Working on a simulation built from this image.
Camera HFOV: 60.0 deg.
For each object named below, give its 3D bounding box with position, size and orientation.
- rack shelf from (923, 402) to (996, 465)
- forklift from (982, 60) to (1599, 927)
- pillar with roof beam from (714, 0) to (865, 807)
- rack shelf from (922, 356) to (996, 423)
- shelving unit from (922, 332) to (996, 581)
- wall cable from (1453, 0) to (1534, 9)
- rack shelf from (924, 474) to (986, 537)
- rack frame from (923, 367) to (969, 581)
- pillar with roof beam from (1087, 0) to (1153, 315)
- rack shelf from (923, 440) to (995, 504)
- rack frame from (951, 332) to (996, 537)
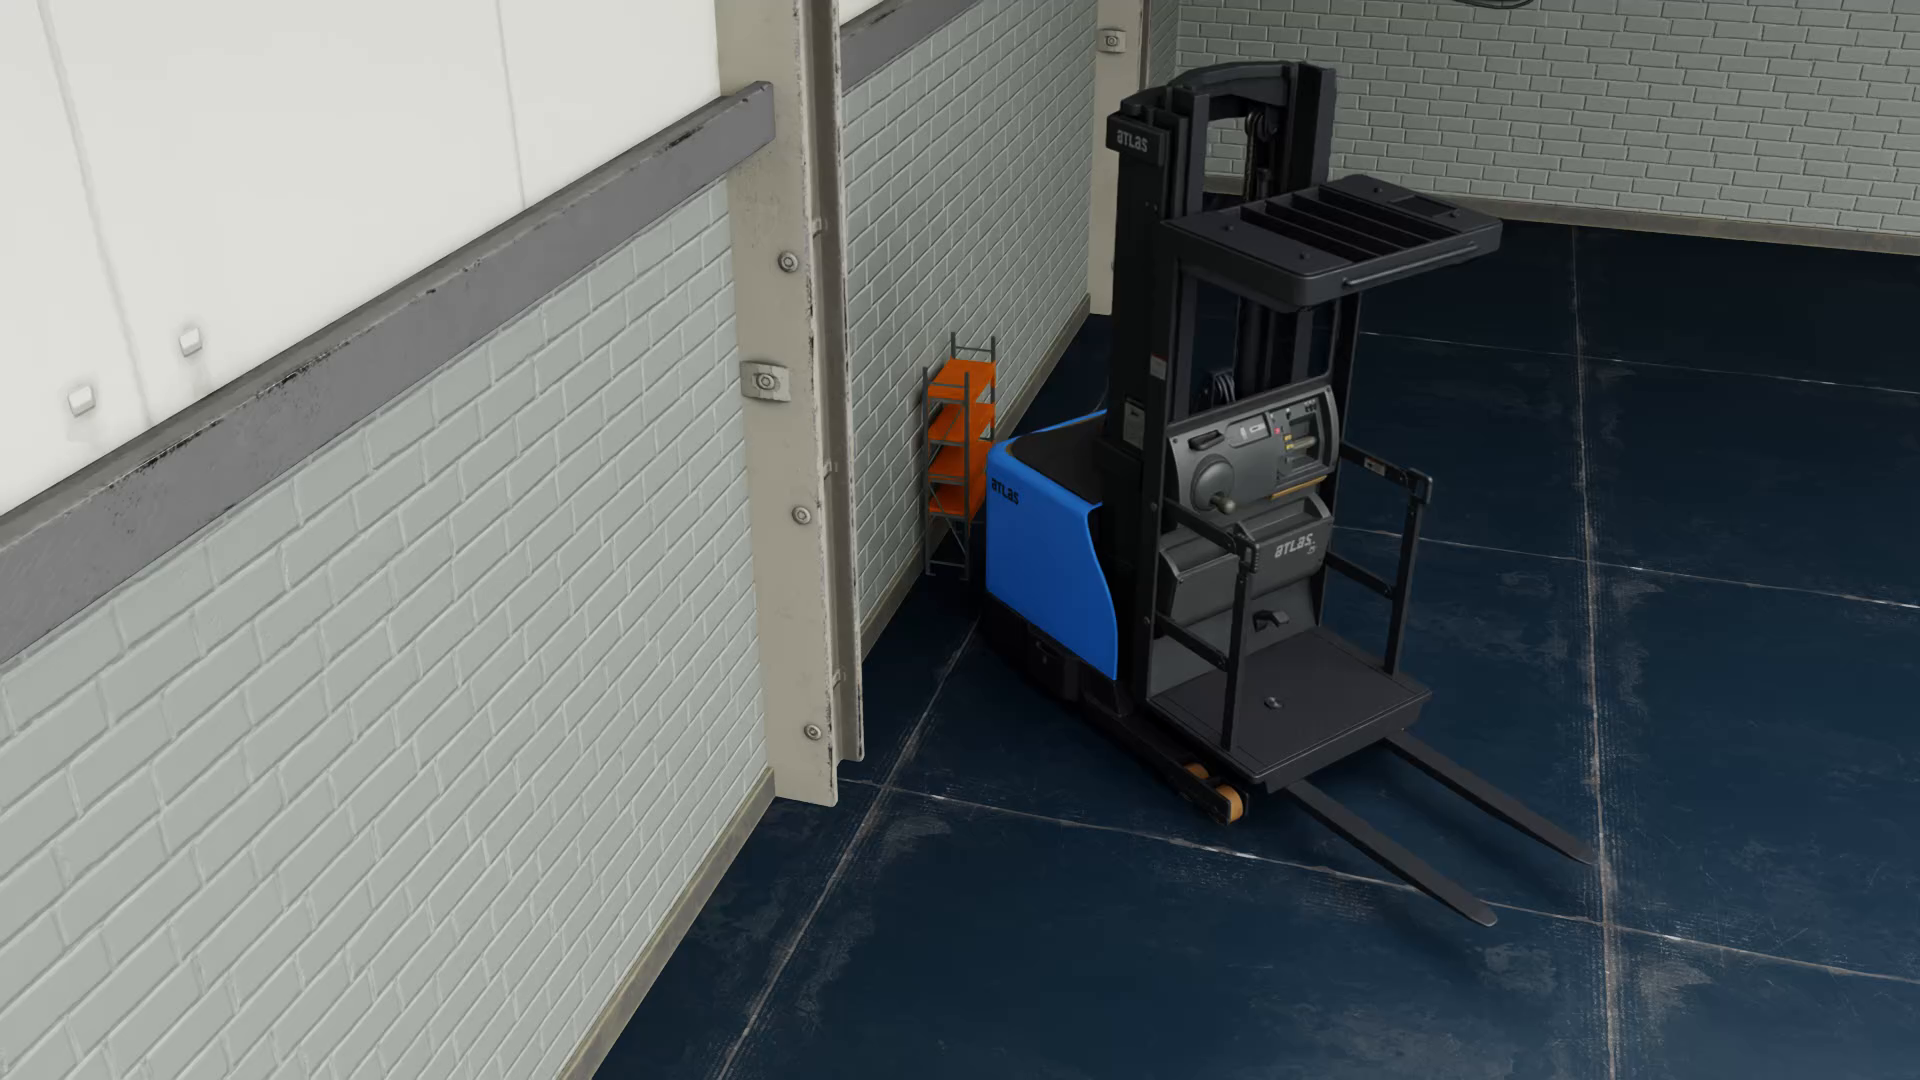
[{"bbox_3d":[0.000,-0.576,8.729,0.258,0.148,0.480,8,30,15],"label":"rack shelf"},{"bbox_3d":[1.369,-0.339,6.844,1.130,2.935,3.031,-19,34,-30],"label":"forklift"},{"bbox_3d":[3.481,-2.279,4.090,9.100,9.000,0.400,8,30,15],"label":"pillar with roof beam"},{"bbox_3d":[0.000,-0.783,8.614,0.258,0.148,0.480,8,30,15],"label":"rack shelf"},{"bbox_3d":[0.001,-0.439,8.805,0.258,1.200,0.503,8,30,15],"label":"shelving unit"},{"bbox_3d":[3.256,-5.505,13.084,3.097,2.526,0.112,8,30,15],"label":"wall cable"},{"bbox_3d":[0.001,-0.207,8.934,0.258,0.148,0.480,8,30,15],"label":"rack shelf"},{"bbox_3d":[-0.069,-0.326,8.601,0.240,1.200,0.015,8,30,15],"label":"rack frame"},{"bbox_3d":[5.242,-5.067,9.103,9.100,9.000,0.400,8,30,15],"label":"pillar with roof beam"},{"bbox_3d":[0.001,-0.381,8.838,0.258,0.148,0.480,8,30,15],"label":"rack shelf"},{"bbox_3d":[0.070,-0.553,9.009,0.240,1.200,0.015,8,30,15],"label":"rack frame"}]
